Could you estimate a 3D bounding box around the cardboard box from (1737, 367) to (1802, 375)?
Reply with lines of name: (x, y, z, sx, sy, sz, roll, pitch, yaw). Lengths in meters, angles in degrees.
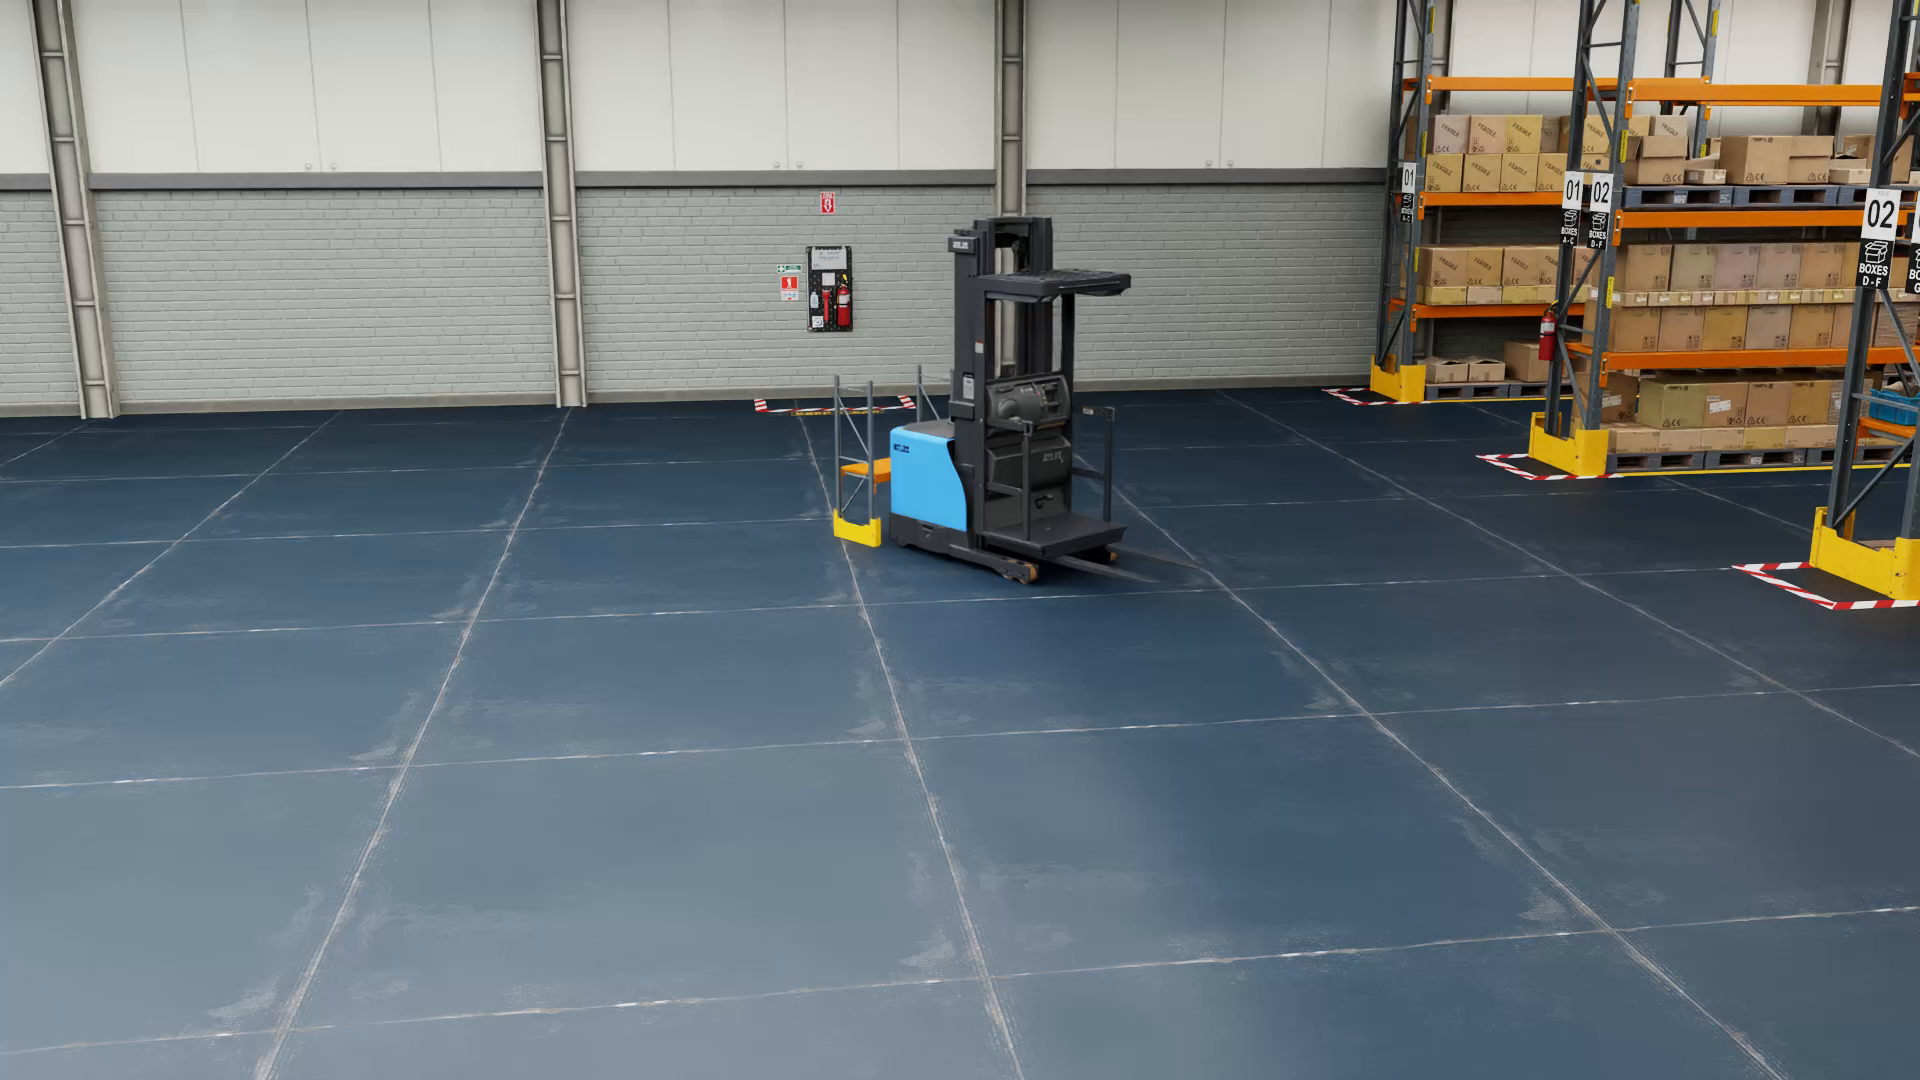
cardboard box: (9.253, -1.693, 19.081, 0.500, 0.500, 0.500, -2, 14, -8)

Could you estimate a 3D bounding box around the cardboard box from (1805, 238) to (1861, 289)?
cardboard box: (9.810, -3.078, 18.486, 0.500, 0.500, 0.700, -2, 14, -8)

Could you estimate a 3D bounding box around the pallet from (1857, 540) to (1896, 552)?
pallet: (8.399, 0.210, 13.978, 1.213, 0.211, 1.003, -2, 14, -8)

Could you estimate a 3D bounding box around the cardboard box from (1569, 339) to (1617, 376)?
cardboard box: (8.985, -2.582, 23.613, 0.500, 0.500, 0.500, -3, 14, -13)

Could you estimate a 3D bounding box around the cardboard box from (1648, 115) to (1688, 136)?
cardboard box: (9.551, -5.543, 22.717, 0.500, 0.500, 0.500, -3, 14, -13)

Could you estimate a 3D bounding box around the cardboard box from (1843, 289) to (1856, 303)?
cardboard box: (9.748, -2.710, 18.351, 0.250, 0.149, 0.380, -2, 14, -8)

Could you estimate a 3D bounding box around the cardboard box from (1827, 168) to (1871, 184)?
cardboard box: (9.595, -3.932, 17.961, 0.250, 0.149, 0.380, -2, 14, -8)

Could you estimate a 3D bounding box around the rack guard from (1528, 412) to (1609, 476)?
rack guard: (6.768, -1.078, 18.523, 0.348, 0.500, 1.175, -2, 14, -8)

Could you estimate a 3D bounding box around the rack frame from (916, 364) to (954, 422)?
rack frame: (-0.227, -0.893, 15.726, 0.032, 1.500, 0.500, -13, 19, -43)

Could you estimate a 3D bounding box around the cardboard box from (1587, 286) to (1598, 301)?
cardboard box: (7.142, -2.715, 18.369, 0.250, 0.149, 0.380, -2, 14, -9)

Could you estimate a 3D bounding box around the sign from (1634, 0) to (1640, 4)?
sign: (6.869, -5.598, 16.826, 0.005, 0.325, 0.100, -2, 14, -8)

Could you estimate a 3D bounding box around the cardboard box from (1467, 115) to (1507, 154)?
cardboard box: (6.971, -5.443, 22.318, 0.500, 0.500, 0.500, -2, 14, -9)

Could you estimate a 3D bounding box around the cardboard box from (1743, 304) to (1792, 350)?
cardboard box: (8.786, -2.411, 18.491, 0.500, 0.500, 0.700, -2, 14, -7)

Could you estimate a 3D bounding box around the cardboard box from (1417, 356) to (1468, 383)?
cardboard box: (6.748, -2.396, 23.260, 0.500, 0.311, 0.500, -4, 15, -15)

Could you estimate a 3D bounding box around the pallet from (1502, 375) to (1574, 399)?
pallet: (8.138, -2.198, 23.579, 1.213, 0.211, 1.003, -2, 14, -8)

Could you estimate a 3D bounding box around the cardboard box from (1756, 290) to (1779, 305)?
cardboard box: (8.732, -2.673, 18.202, 0.250, 0.149, 0.380, -2, 14, -8)

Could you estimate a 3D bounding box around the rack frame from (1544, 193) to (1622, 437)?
rack frame: (6.792, -2.292, 18.222, 0.127, 3.000, 1.000, -2, 14, -8)

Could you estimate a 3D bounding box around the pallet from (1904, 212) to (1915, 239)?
pallet: (8.359, -2.470, 13.154, 1.213, 0.211, 1.003, -2, 14, -8)

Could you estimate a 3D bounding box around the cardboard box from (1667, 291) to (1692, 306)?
cardboard box: (7.720, -2.636, 18.057, 0.250, 0.149, 0.380, -2, 14, -8)

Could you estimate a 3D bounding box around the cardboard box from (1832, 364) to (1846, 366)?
cardboard box: (12.730, -2.745, 24.262, 0.500, 0.500, 0.700, -2, 14, -8)

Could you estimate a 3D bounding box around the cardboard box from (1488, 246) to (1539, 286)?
cardboard box: (7.569, -3.762, 22.809, 0.500, 0.500, 0.500, -3, 14, -10)

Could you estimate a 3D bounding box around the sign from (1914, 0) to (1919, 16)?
sign: (10.655, -5.968, 18.466, 0.005, 0.325, 0.100, -2, 14, -8)

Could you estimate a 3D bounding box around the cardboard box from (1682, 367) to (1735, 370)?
cardboard box: (10.731, -2.660, 23.924, 0.500, 0.500, 0.700, -2, 14, -6)

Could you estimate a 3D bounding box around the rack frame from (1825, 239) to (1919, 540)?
rack frame: (7.526, -1.100, 13.471, 0.127, 3.000, 1.000, -2, 14, -8)

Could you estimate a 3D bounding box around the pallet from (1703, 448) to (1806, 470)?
pallet: (8.746, -1.020, 18.885, 1.213, 0.211, 1.003, -2, 14, -8)

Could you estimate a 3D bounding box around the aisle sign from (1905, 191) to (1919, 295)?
aisle sign: (7.499, -2.288, 12.863, 0.004, 0.787, 0.394, -2, 14, -8)

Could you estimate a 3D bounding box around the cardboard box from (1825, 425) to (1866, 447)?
cardboard box: (9.826, -1.222, 18.744, 0.500, 0.250, 0.500, -2, 14, -8)

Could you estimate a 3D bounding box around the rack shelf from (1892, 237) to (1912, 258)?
rack shelf: (9.504, -2.279, 13.482, 4.000, 0.370, 1.077, -2, 14, -8)

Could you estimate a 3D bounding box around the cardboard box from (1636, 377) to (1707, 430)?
cardboard box: (7.850, -1.510, 18.352, 0.500, 0.500, 0.500, -2, 14, -8)

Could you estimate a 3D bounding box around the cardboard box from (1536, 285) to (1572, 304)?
cardboard box: (8.096, -3.419, 22.982, 0.500, 0.250, 0.500, -2, 14, -8)

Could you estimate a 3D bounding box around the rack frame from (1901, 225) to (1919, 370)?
rack frame: (13.961, -3.773, 24.129, 0.127, 3.000, 1.000, -2, 14, -8)

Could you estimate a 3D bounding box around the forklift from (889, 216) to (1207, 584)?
forklift: (0.731, -1.198, 14.002, 1.130, 2.935, 3.031, -13, 19, -41)

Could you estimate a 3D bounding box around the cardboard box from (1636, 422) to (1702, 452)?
cardboard box: (7.849, -1.147, 18.445, 0.500, 0.250, 0.500, -2, 14, -8)

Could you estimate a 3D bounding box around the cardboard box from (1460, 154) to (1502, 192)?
cardboard box: (6.955, -4.959, 22.445, 0.500, 0.500, 0.500, -1, 14, -5)

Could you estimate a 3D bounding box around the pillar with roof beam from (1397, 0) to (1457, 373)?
pillar with roof beam: (7.255, -5.591, 19.045, 0.400, 9.000, 9.100, -2, 14, -8)

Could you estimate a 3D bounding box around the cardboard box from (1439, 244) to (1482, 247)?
cardboard box: (6.984, -3.868, 23.233, 0.500, 0.500, 0.500, -2, 14, -8)

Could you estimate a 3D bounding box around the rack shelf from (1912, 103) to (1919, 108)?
rack shelf: (12.725, -4.876, 18.495, 4.000, 0.370, 1.077, -2, 14, -8)

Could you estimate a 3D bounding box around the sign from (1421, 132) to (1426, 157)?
sign: (6.131, -5.232, 21.981, 0.005, 0.325, 0.100, -2, 14, -8)

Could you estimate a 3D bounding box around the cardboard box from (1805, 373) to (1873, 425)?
cardboard box: (9.825, -1.586, 18.654, 0.500, 0.500, 0.500, -2, 14, -8)

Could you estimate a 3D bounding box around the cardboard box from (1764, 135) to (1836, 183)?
cardboard box: (9.100, -4.184, 18.237, 0.637, 0.503, 0.797, -1, 14, -2)

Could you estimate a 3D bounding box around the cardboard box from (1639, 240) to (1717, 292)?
cardboard box: (7.827, -3.006, 18.196, 0.500, 0.500, 0.700, -2, 14, -10)

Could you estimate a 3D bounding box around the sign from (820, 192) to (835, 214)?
sign: (-1.791, -4.567, 22.528, 0.199, 0.298, 0.001, -2, 14, -8)

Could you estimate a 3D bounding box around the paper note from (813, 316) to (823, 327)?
paper note: (-1.954, -3.002, 22.864, 0.142, 0.148, 0.016, -2, 14, -8)

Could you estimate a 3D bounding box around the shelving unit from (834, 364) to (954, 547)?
shelving unit: (-0.584, -0.808, 15.388, 1.083, 1.500, 0.587, -13, 19, -43)

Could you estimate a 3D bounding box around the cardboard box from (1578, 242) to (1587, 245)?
cardboard box: (8.998, -3.944, 23.537, 0.500, 0.500, 0.500, -2, 14, -9)

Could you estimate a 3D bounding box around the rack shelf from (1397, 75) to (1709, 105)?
rack shelf: (8.028, -6.115, 22.620, 4.000, 0.370, 1.077, -2, 14, -8)
